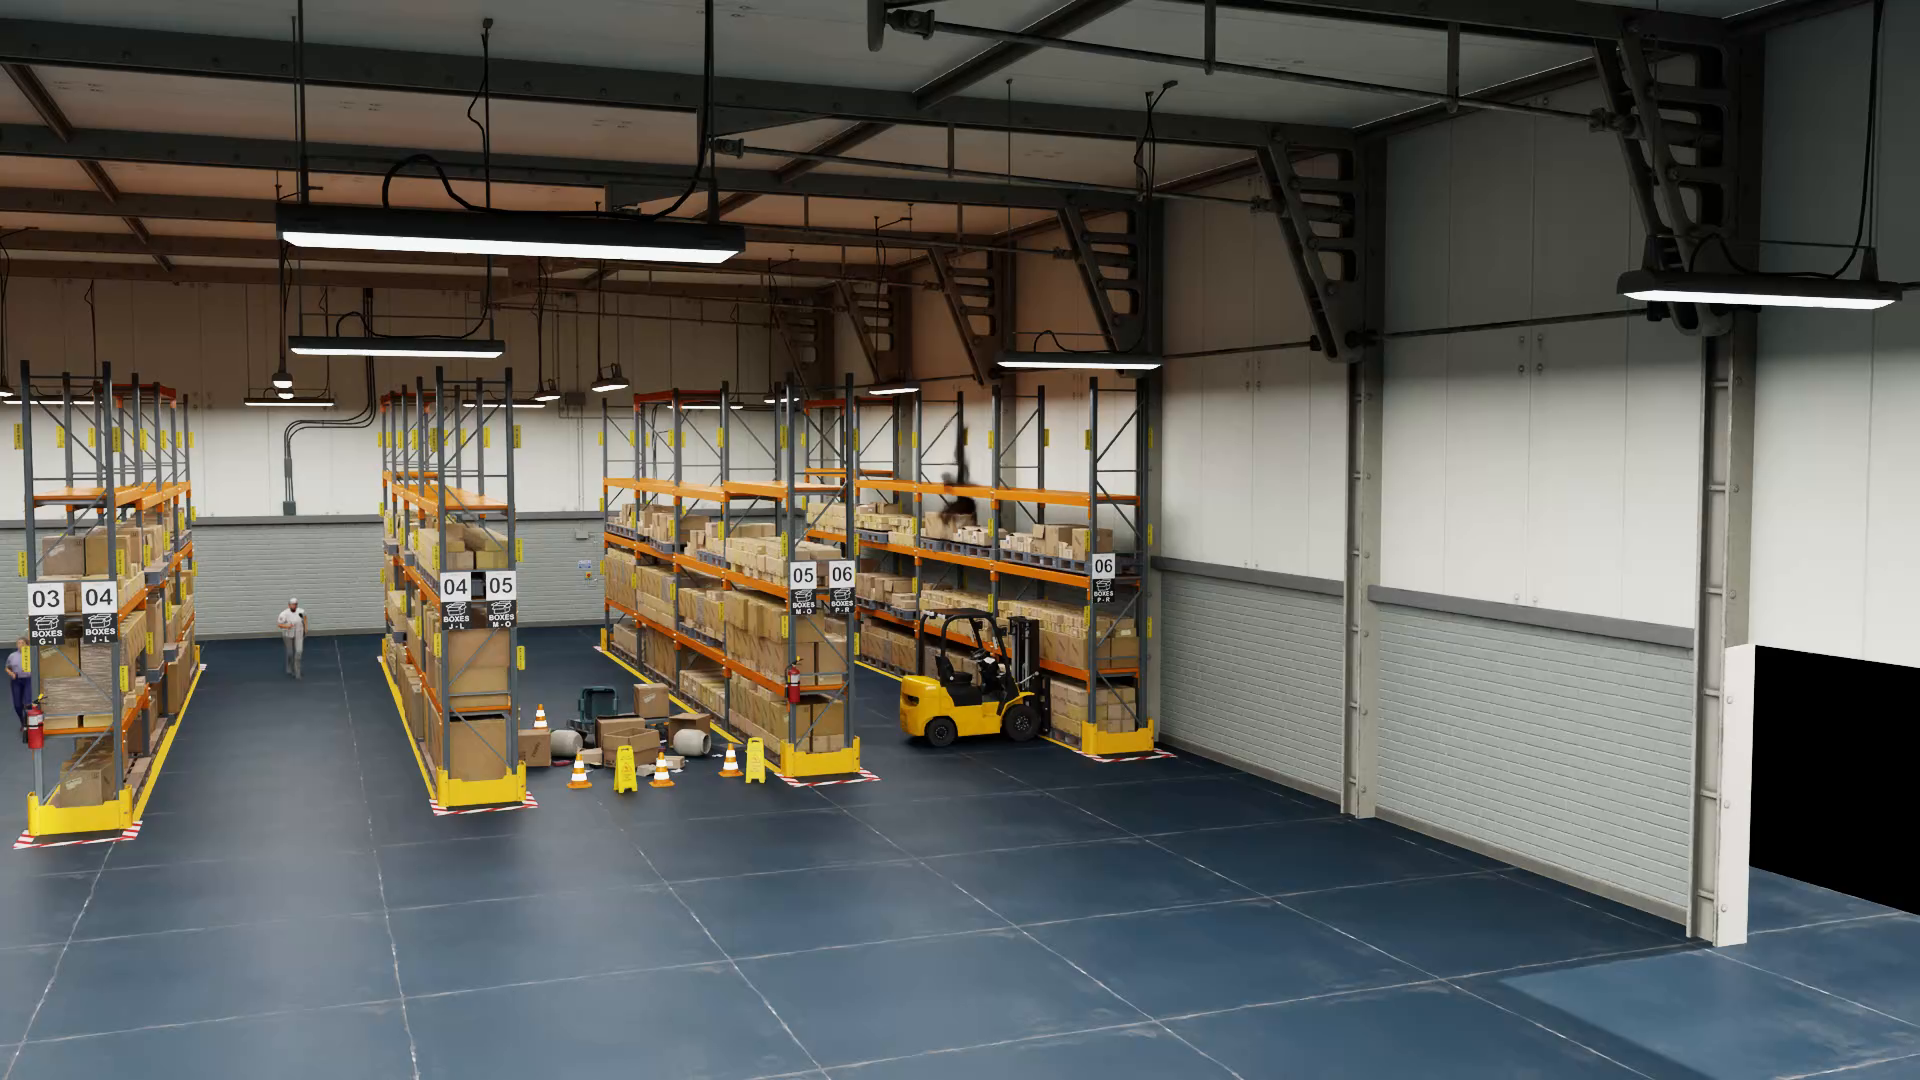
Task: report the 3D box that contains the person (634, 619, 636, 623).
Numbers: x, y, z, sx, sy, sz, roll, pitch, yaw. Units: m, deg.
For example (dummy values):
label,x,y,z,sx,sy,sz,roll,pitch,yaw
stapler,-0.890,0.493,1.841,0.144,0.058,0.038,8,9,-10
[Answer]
label,x,y,z,sx,sy,sz,roll,pitch,yaw
person,-7.757,1.737,40.823,0.664,1.611,0.551,0,3,3

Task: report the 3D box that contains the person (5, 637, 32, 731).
label,x,y,z,sx,sy,sz,roll,pitch,yaw
person,-16.113,2.483,28.596,0.576,1.608,0.531,-1,4,-14

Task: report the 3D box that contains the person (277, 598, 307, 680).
label,x,y,z,sx,sy,sz,roll,pitch,yaw
person,-14.099,2.070,35.134,0.627,1.703,0.936,-2,4,-33
